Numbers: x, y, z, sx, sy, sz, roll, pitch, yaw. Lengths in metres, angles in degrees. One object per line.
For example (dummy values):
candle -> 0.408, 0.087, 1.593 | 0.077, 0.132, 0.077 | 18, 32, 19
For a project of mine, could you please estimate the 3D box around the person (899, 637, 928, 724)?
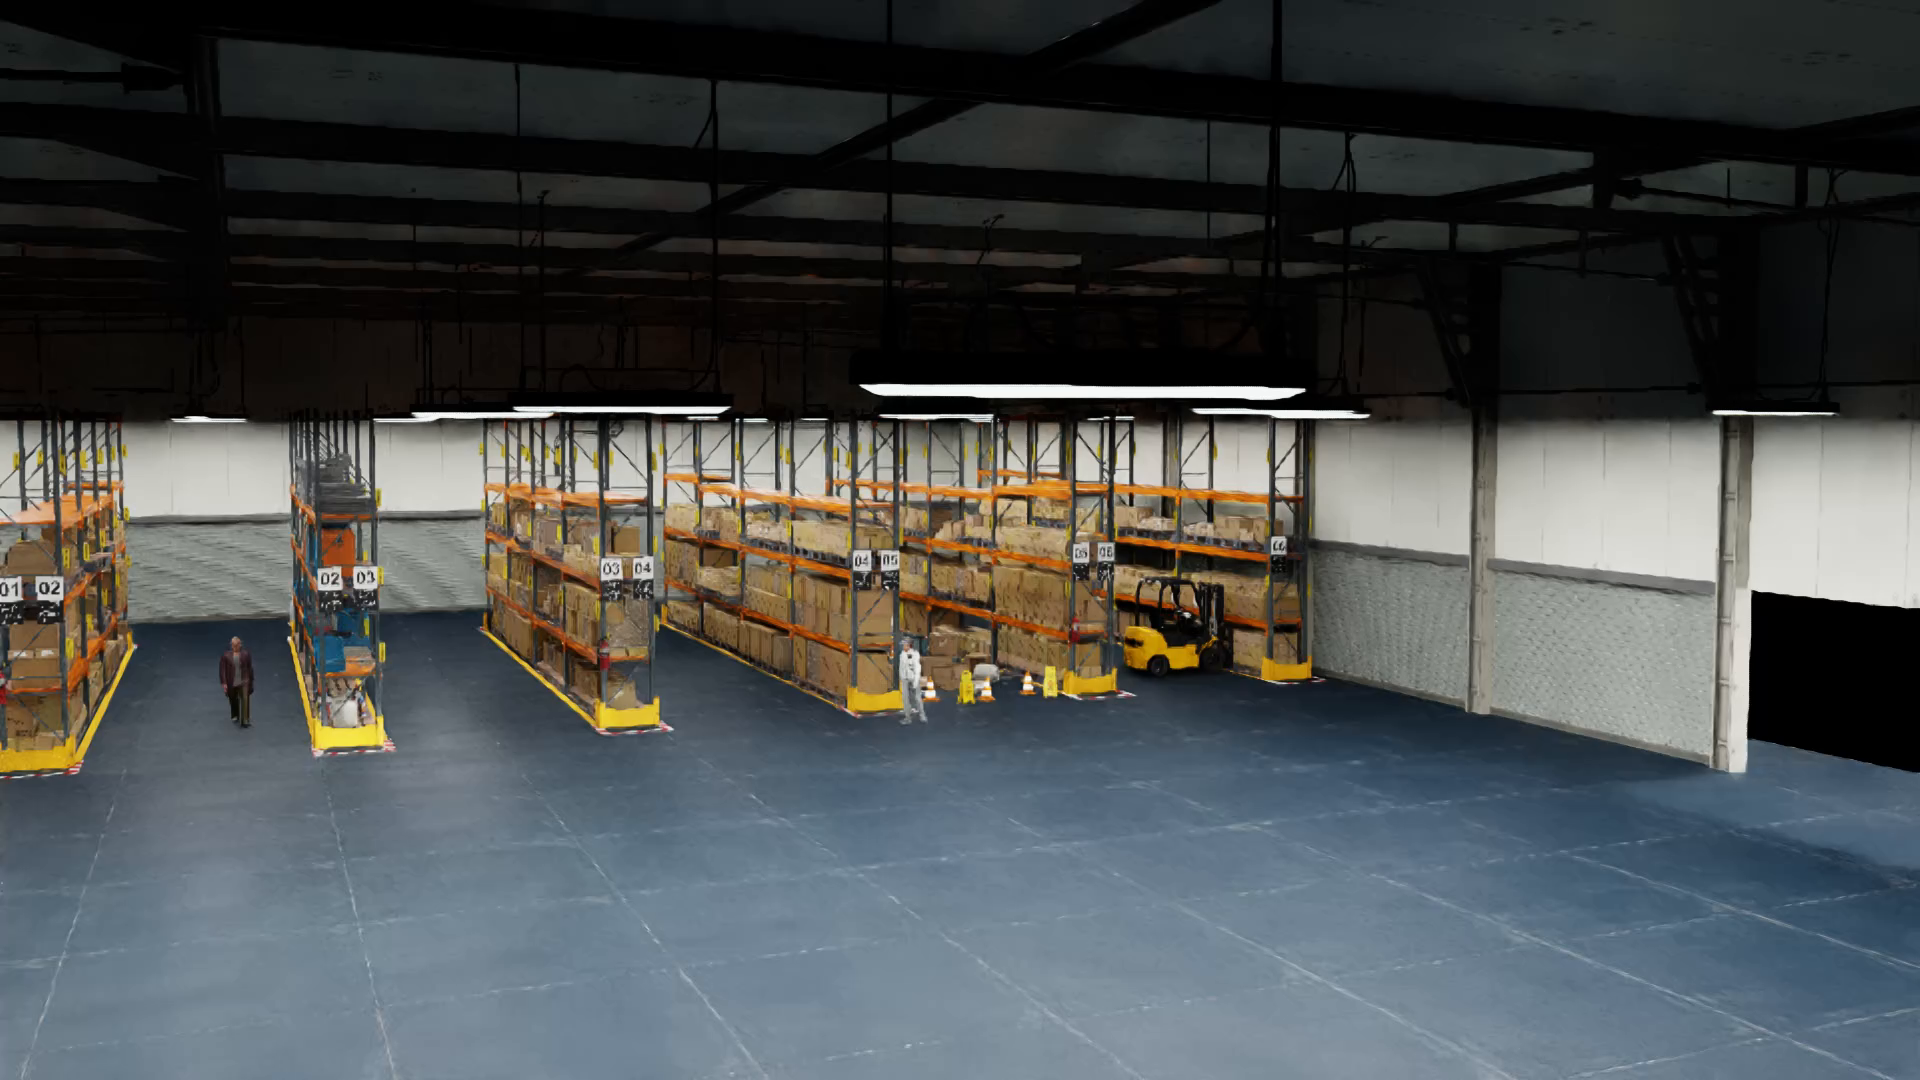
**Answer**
person -> -0.916, 2.665, 31.841 | 0.510, 1.658, 0.591 | 3, 5, 33

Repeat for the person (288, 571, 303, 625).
person -> -18.761, 1.608, 47.255 | 0.494, 1.609, 0.954 | 0, 4, -2

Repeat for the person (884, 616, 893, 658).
person -> -1.762, 2.033, 39.799 | 0.584, 1.778, 0.662 | 0, 4, 6

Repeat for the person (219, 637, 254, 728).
person -> -13.620, 2.661, 31.324 | 0.598, 1.698, 1.193 | -2, 4, -21
